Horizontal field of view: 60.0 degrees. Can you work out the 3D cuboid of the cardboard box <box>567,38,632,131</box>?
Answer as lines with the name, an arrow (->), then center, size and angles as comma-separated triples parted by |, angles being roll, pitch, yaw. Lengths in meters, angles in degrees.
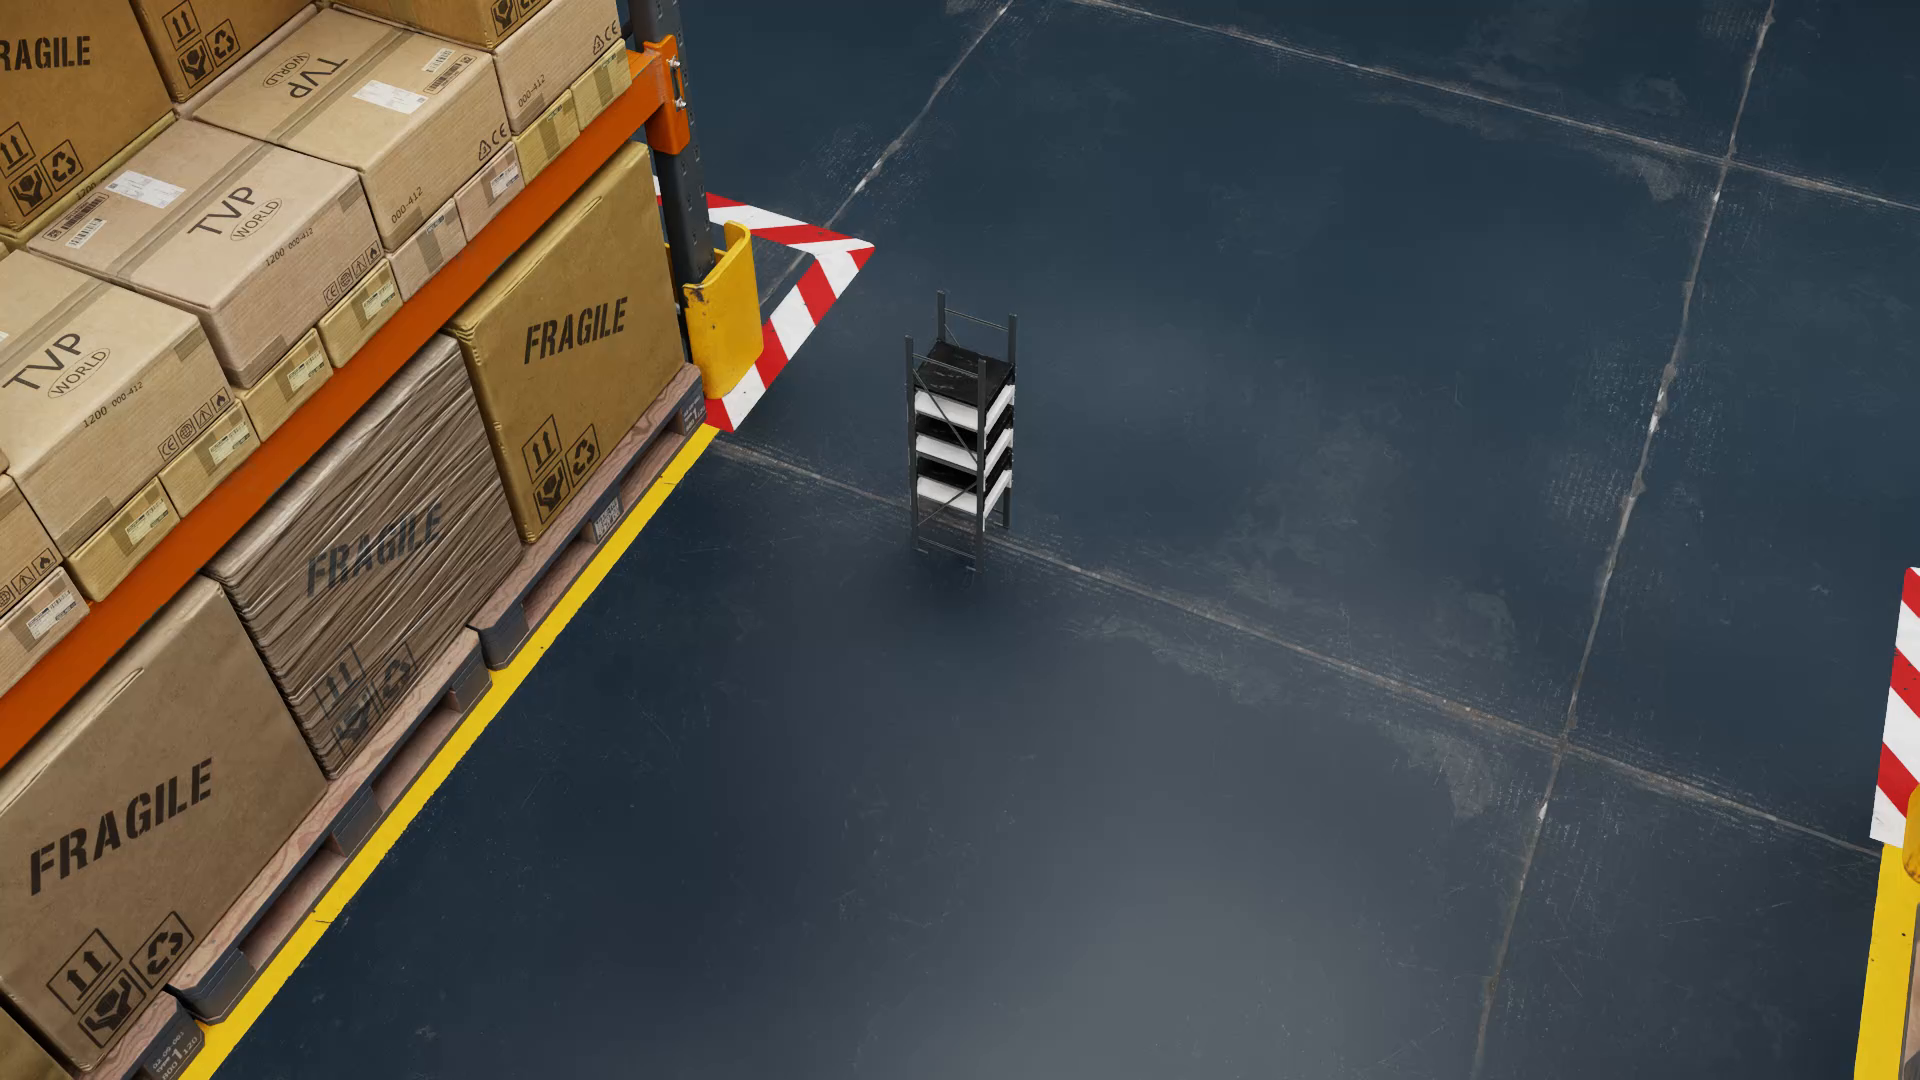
cardboard box -> -1.131, -1.291, 4.544 | 0.380, 0.149, 0.250 | 21, 53, 17

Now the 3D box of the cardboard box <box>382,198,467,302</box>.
cardboard box -> -1.457, -0.767, 4.098 | 0.380, 0.149, 0.250 | 21, 53, 17

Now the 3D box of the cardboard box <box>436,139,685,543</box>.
cardboard box -> -1.478, -0.706, 5.000 | 0.875, 0.875, 0.875 | 20, 52, 16

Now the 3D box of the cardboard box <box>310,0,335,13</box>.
cardboard box -> -1.726, -1.530, 4.486 | 0.500, 0.250, 0.500 | 19, 52, 15

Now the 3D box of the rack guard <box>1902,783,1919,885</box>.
rack guard -> 3.132, 0.821, 4.223 | 1.175, 0.500, 0.348 | 20, 52, 16

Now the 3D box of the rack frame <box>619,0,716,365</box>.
rack frame -> -1.277, -1.725, 4.748 | 1.000, 3.000, 0.127 | 20, 52, 16

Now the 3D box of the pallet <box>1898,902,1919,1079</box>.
pallet -> 2.753, 1.462, 3.867 | 1.003, 0.211, 1.213 | 20, 52, 16

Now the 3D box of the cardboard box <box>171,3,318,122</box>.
cardboard box -> -1.942, -1.170, 4.179 | 0.500, 0.250, 0.500 | 19, 52, 16

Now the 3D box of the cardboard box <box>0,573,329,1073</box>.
cardboard box -> -2.247, 0.534, 3.946 | 0.875, 0.875, 0.875 | 20, 52, 16

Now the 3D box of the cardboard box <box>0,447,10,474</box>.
cardboard box -> -2.115, -0.204, 2.865 | 0.500, 0.500, 0.500 | 18, 52, 15

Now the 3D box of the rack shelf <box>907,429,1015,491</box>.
rack shelf -> 0.003, -0.276, 4.937 | 0.258, 0.077, 0.200 | 20, 52, 16

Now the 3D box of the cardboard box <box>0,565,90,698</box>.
cardboard box -> -2.005, 0.123, 3.341 | 0.380, 0.149, 0.250 | 20, 53, 16

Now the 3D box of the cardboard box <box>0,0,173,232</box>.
cardboard box -> -2.156, -1.070, 3.602 | 0.500, 0.500, 0.500 | 19, 52, 15

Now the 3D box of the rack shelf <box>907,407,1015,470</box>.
rack shelf -> 0.003, -0.334, 4.869 | 0.258, 0.077, 0.200 | 20, 52, 16

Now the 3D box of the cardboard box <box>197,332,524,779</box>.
cardboard box -> -1.867, -0.079, 4.467 | 0.875, 0.875, 0.875 | 20, 52, 16

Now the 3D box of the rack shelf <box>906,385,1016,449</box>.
rack shelf -> 0.003, -0.392, 4.800 | 0.258, 0.077, 0.200 | 20, 52, 16

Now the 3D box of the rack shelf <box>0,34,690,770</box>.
rack shelf -> -2.131, -0.115, 3.850 | 1.077, 0.370, 4.000 | 20, 52, 16

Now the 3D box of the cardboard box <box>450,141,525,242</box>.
cardboard box -> -1.350, -0.938, 4.244 | 0.380, 0.149, 0.250 | 20, 52, 16

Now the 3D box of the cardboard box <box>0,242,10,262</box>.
cardboard box -> -2.378, -0.464, 3.579 | 0.500, 0.250, 0.500 | 19, 52, 15

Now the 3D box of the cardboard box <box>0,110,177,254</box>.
cardboard box -> -2.160, -0.825, 3.886 | 0.500, 0.250, 0.500 | 18, 52, 15

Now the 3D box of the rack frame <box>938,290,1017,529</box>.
rack frame -> 0.047, -0.367, 4.972 | 0.240, 0.900, 0.006 | 20, 52, 16

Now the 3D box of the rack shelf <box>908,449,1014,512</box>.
rack shelf -> 0.003, -0.217, 5.006 | 0.258, 0.077, 0.200 | 20, 52, 16

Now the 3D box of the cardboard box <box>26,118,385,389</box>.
cardboard box -> -1.678, -0.653, 3.739 | 0.500, 0.250, 0.500 | 18, 52, 15

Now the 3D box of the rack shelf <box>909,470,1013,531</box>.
rack shelf -> 0.003, -0.159, 5.075 | 0.258, 0.077, 0.200 | 20, 52, 16

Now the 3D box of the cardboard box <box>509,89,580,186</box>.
cardboard box -> -1.241, -1.112, 4.391 | 0.380, 0.149, 0.250 | 20, 53, 16

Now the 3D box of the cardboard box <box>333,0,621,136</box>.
cardboard box -> -1.244, -1.353, 4.335 | 0.500, 0.250, 0.500 | 19, 52, 16

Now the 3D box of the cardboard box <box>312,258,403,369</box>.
cardboard box -> -1.566, -0.587, 3.945 | 0.380, 0.149, 0.250 | 19, 52, 15

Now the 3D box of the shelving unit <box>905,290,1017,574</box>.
shelving unit -> 0.003, -0.297, 4.912 | 0.258, 0.900, 0.210 | 20, 52, 16

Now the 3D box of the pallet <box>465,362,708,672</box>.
pallet -> -1.548, -0.245, 5.320 | 1.003, 0.211, 1.213 | 20, 52, 16

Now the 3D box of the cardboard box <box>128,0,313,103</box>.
cardboard box -> -1.940, -1.429, 3.907 | 0.500, 0.500, 0.500 | 19, 52, 15

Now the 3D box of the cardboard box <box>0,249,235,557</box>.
cardboard box -> -1.897, -0.293, 3.433 | 0.500, 0.250, 0.500 | 20, 52, 16

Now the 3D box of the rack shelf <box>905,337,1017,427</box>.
rack shelf -> 0.003, -0.451, 4.732 | 0.258, 0.077, 0.200 | 20, 52, 16

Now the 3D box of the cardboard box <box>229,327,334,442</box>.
cardboard box -> -1.677, -0.409, 3.793 | 0.380, 0.149, 0.250 | 20, 52, 16

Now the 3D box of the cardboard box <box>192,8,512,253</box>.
cardboard box -> -1.461, -1.004, 4.038 | 0.500, 0.250, 0.500 | 19, 52, 15

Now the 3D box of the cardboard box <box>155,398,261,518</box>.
cardboard box -> -1.785, -0.239, 3.648 | 0.380, 0.149, 0.250 | 21, 53, 17

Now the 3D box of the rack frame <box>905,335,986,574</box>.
rack frame -> -0.040, -0.227, 4.852 | 0.240, 0.900, 0.006 | 20, 52, 16

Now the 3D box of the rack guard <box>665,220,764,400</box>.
rack guard -> -1.267, -0.931, 5.714 | 1.175, 0.500, 0.348 | 20, 52, 16

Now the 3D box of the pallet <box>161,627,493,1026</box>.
pallet -> -2.070, 0.592, 4.608 | 1.003, 0.211, 1.213 | 20, 52, 16

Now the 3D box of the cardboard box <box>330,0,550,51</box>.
cardboard box -> -1.247, -1.595, 4.048 | 0.500, 0.500, 0.500 | 20, 53, 17

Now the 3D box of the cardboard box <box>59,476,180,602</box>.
cardboard box -> -1.894, -0.058, 3.495 | 0.380, 0.149, 0.250 | 18, 52, 15

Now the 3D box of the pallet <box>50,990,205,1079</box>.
pallet -> -2.590, 1.435, 3.890 | 1.003, 0.211, 1.213 | 20, 52, 16

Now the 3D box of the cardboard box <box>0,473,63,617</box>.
cardboard box -> -2.115, 0.044, 3.146 | 0.500, 0.250, 0.500 | 21, 53, 17
